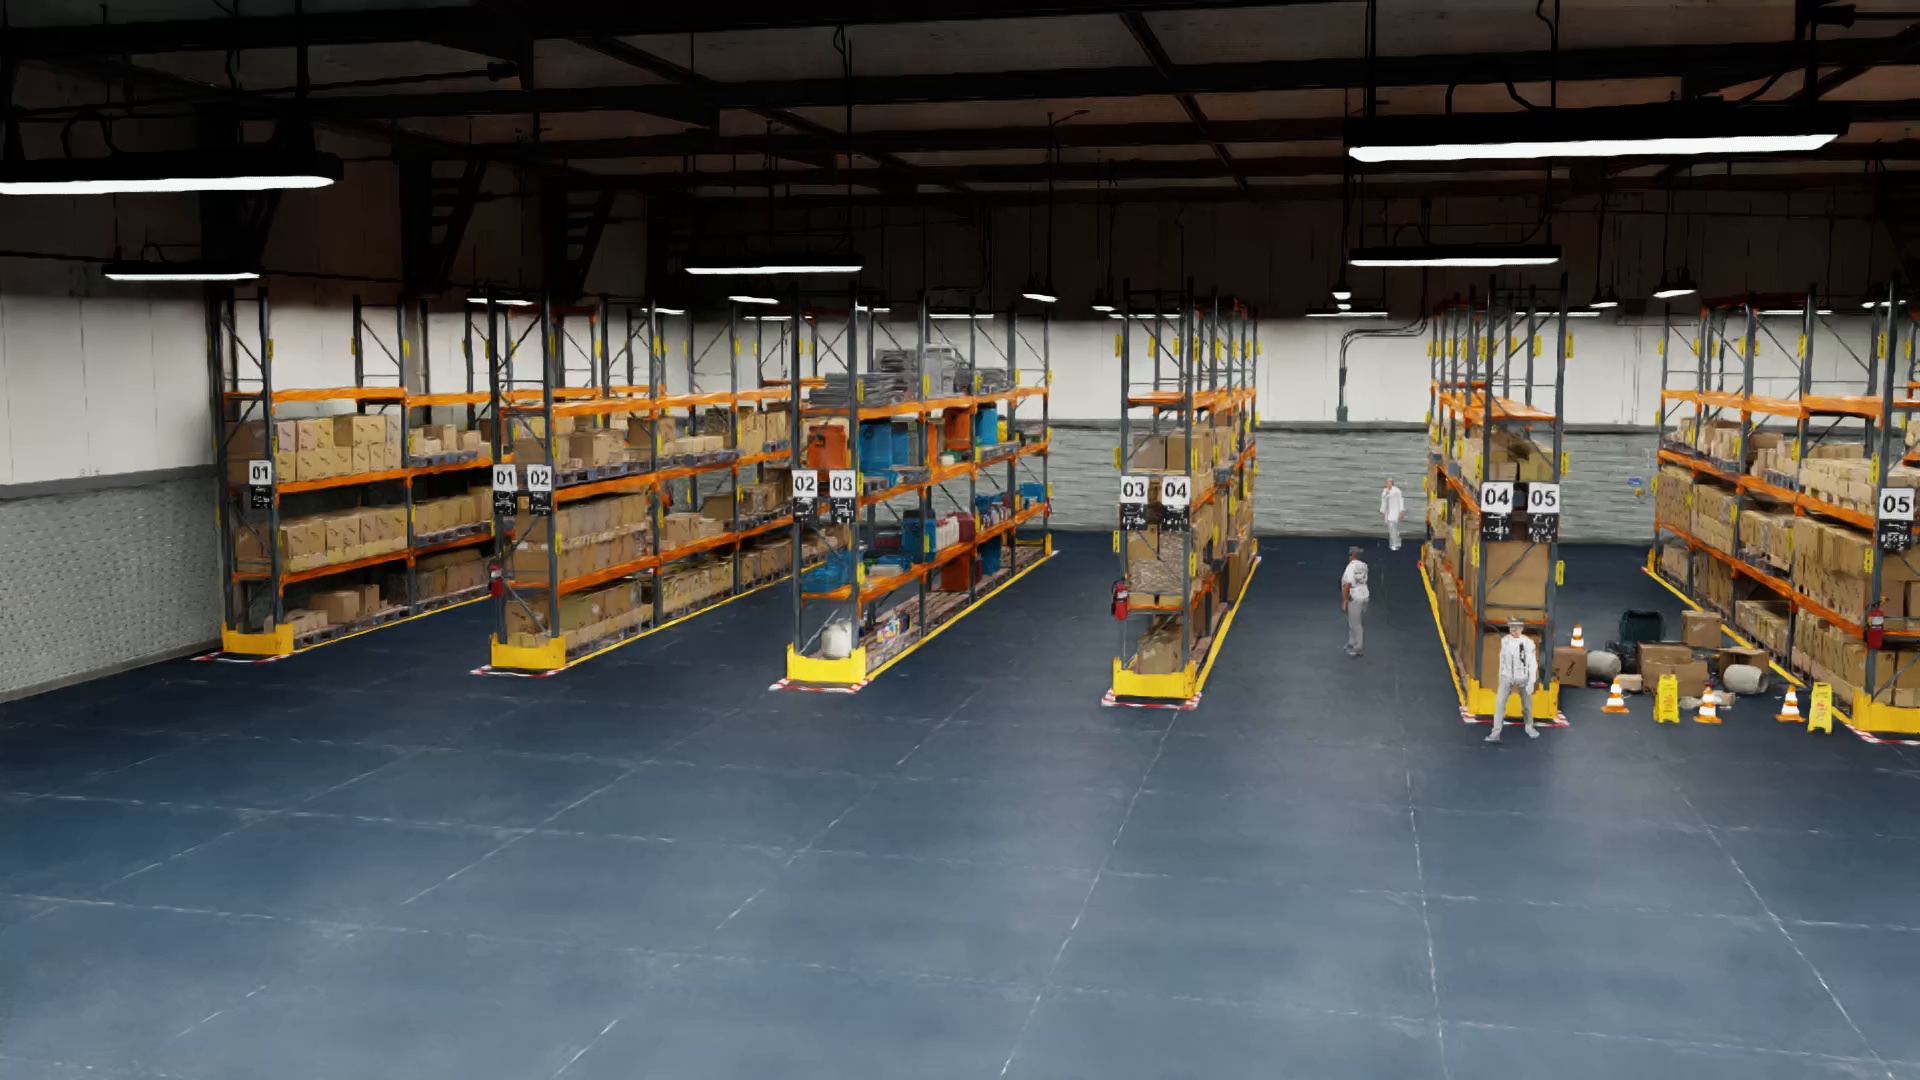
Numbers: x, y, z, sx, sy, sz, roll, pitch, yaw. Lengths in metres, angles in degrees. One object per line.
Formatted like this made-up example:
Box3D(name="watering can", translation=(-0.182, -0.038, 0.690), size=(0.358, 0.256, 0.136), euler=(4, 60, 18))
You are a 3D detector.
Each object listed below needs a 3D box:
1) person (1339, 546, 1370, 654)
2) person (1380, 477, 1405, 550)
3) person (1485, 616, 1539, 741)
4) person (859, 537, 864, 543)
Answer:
Box3D(name="person", translation=(6.479, 0.974, 27.424), size=(0.586, 1.748, 0.653), euler=(6, 9, 41))
Box3D(name="person", translation=(10.903, -0.678, 41.861), size=(0.555, 1.805, 0.667), euler=(-3, 7, -26))
Box3D(name="person", translation=(7.109, 1.759, 21.261), size=(0.524, 1.621, 0.930), euler=(5, 8, 37))
Box3D(name="person", translation=(-2.859, -0.748, 42.776), size=(0.559, 1.657, 0.596), euler=(-6, 9, -41))
